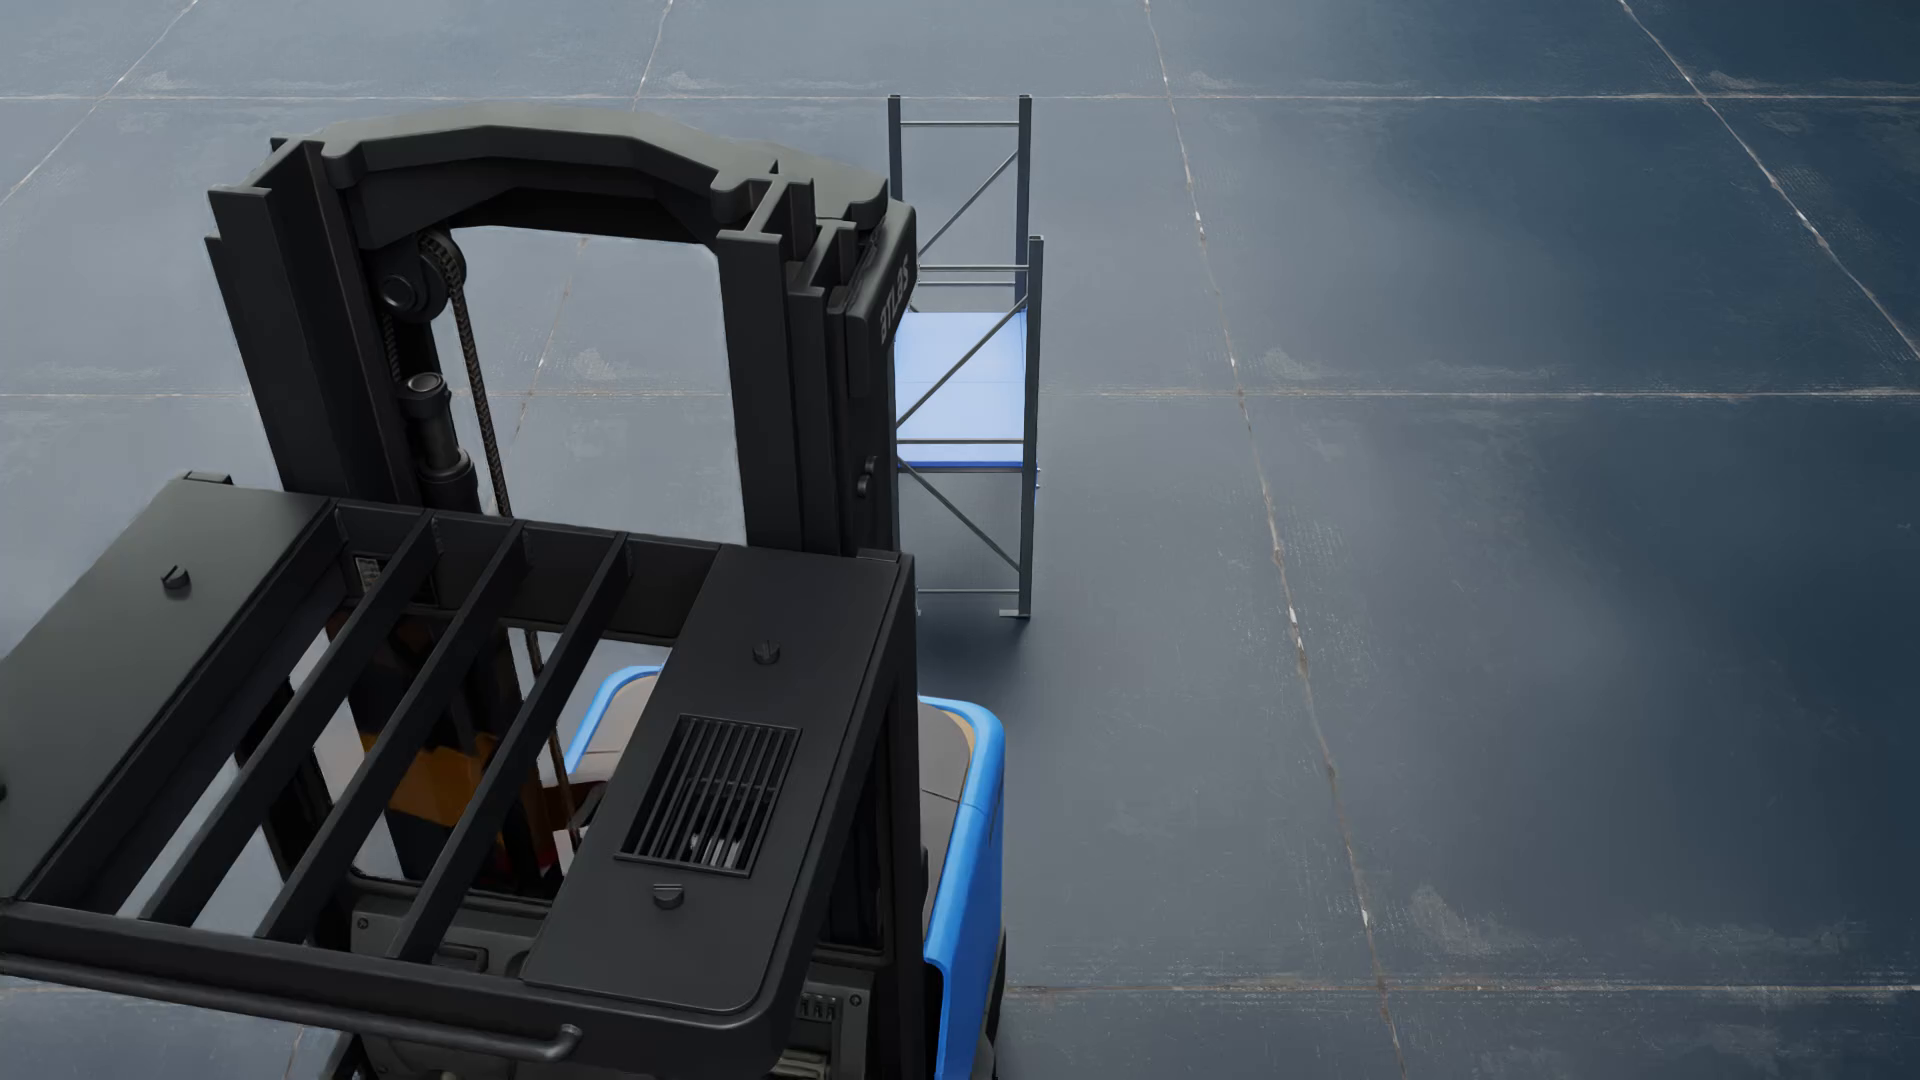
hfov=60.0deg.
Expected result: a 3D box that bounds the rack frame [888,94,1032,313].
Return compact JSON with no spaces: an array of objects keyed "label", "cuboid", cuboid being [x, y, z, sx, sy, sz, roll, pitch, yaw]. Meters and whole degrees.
[{"label":"rack frame","cuboid":[-0.001,-0.956,6.244,0.500,1.500,0.032,0,39,0]}]

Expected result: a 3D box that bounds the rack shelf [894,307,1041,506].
[{"label":"rack shelf","cuboid":[0.000,-0.498,5.960,0.538,0.185,1.000,0,39,0]}]

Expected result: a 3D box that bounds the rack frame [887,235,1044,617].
[{"label":"rack frame","cuboid":[0.000,-0.321,5.451,0.500,1.500,0.032,0,39,0]}]

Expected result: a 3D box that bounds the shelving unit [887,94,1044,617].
[{"label":"shelving unit","cuboid":[0.000,-0.639,5.848,0.538,1.500,1.048,0,39,0]}]

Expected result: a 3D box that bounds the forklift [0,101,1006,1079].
[{"label":"forklift","cuboid":[-0.648,0.947,2.725,1.130,2.935,3.031,7,39,8]}]
